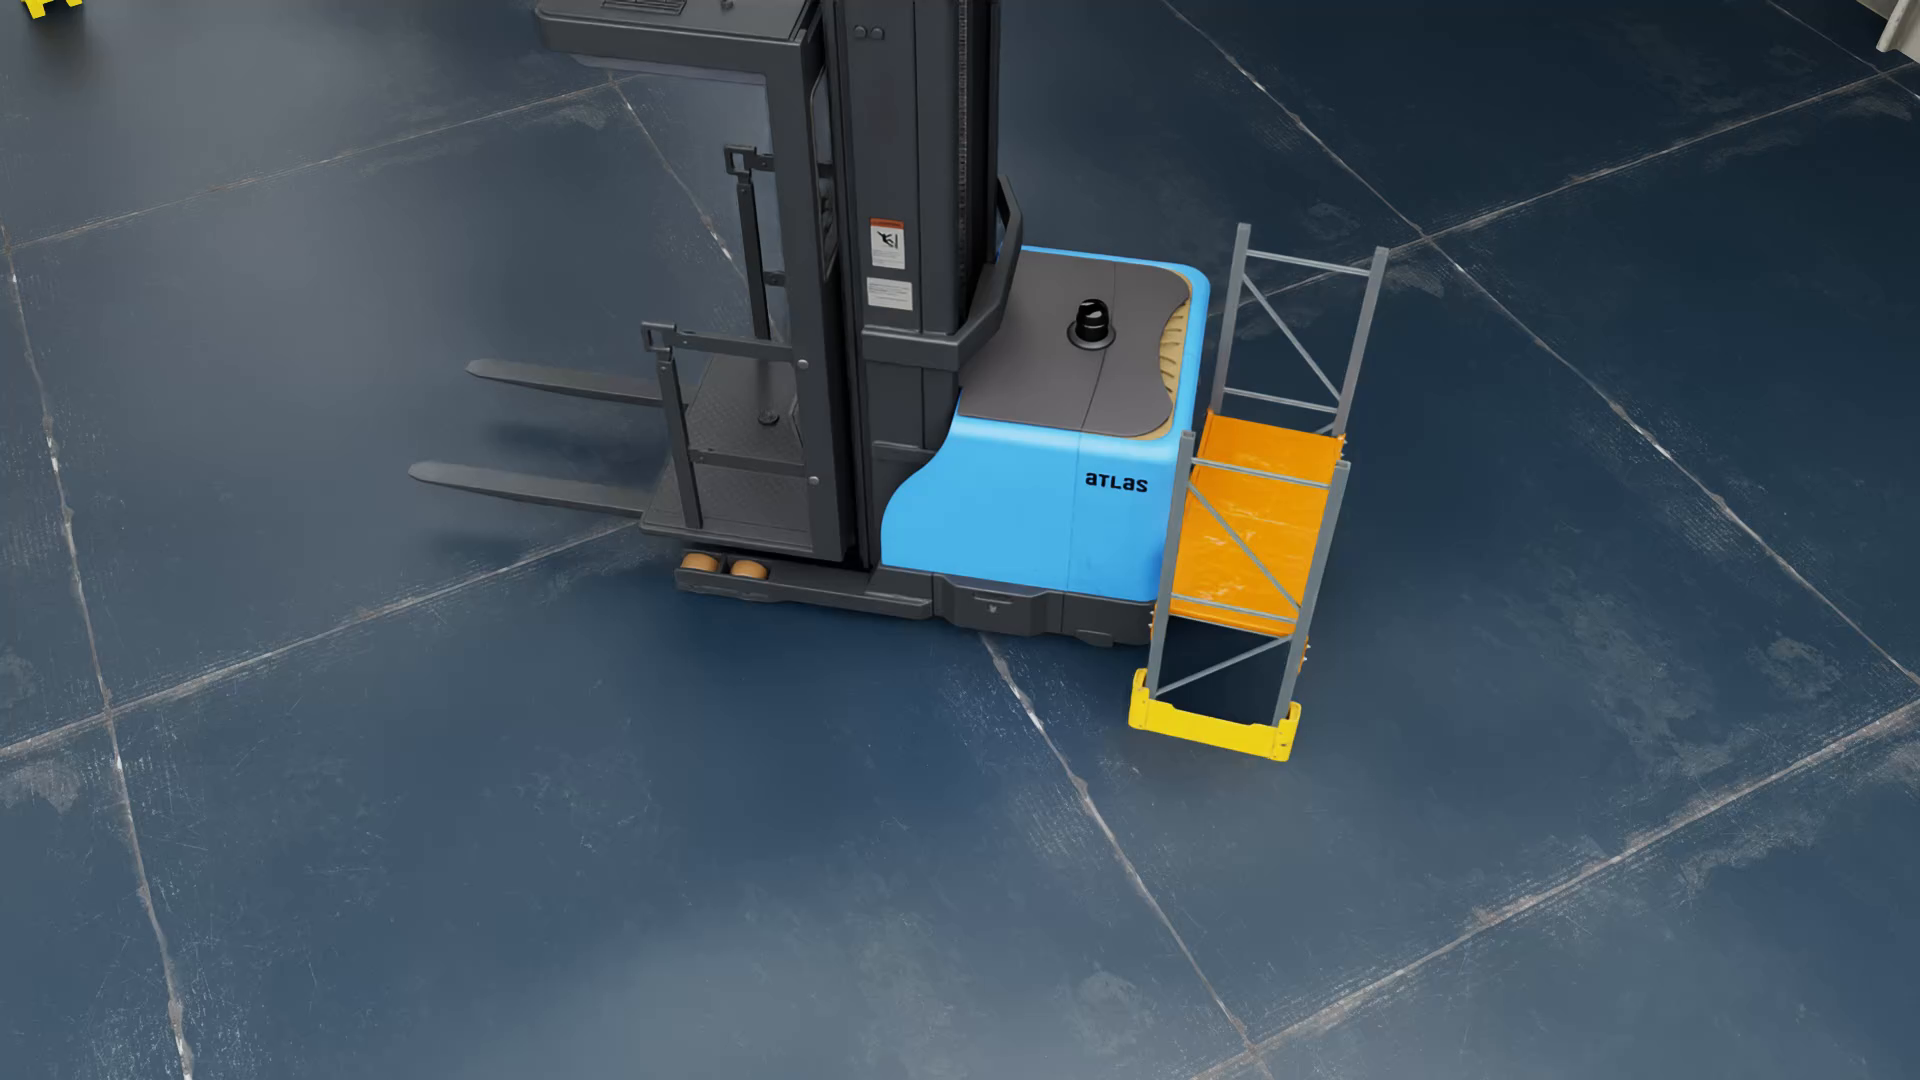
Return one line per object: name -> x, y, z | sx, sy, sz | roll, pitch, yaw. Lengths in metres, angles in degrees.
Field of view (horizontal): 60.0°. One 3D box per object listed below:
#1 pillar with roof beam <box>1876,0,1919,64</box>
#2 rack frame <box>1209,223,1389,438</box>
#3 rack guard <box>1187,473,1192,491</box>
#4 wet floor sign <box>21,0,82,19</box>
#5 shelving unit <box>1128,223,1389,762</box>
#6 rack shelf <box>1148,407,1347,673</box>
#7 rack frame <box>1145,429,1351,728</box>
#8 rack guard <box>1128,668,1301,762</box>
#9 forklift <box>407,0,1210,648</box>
pillar with roof beam -> 1.334, -4.058, 4.213 | 9.100, 9.000, 0.400 | -21, 52, -18
rack frame -> 1.173, -0.509, 6.092 | 0.500, 1.500, 0.032 | 12, 50, 10
rack guard -> 1.173, -0.097, 6.561 | 0.587, 0.250, 0.087 | 12, 50, 10
wet floor sign -> -5.060, -3.207, 9.019 | 0.267, 0.644, 0.232 | -30, 55, -23
shelving unit -> -3.075, -5.544, 10.296 | 12.335, 1.800, 12.386 | 12, 50, 10
rack shelf -> 1.034, -0.023, 5.905 | 0.538, 0.185, 1.000 | 12, 50, 10
rack frame -> -3.095, -5.552, 10.303 | 12.292, 1.800, 12.377 | 12, 50, 10
rack guard -> 0.901, 0.625, 5.930 | 0.587, 0.250, 0.087 | 12, 50, 10
forklift -> -0.638, -1.112, 5.668 | 3.031, 2.935, 1.130 | 8, 49, 7
